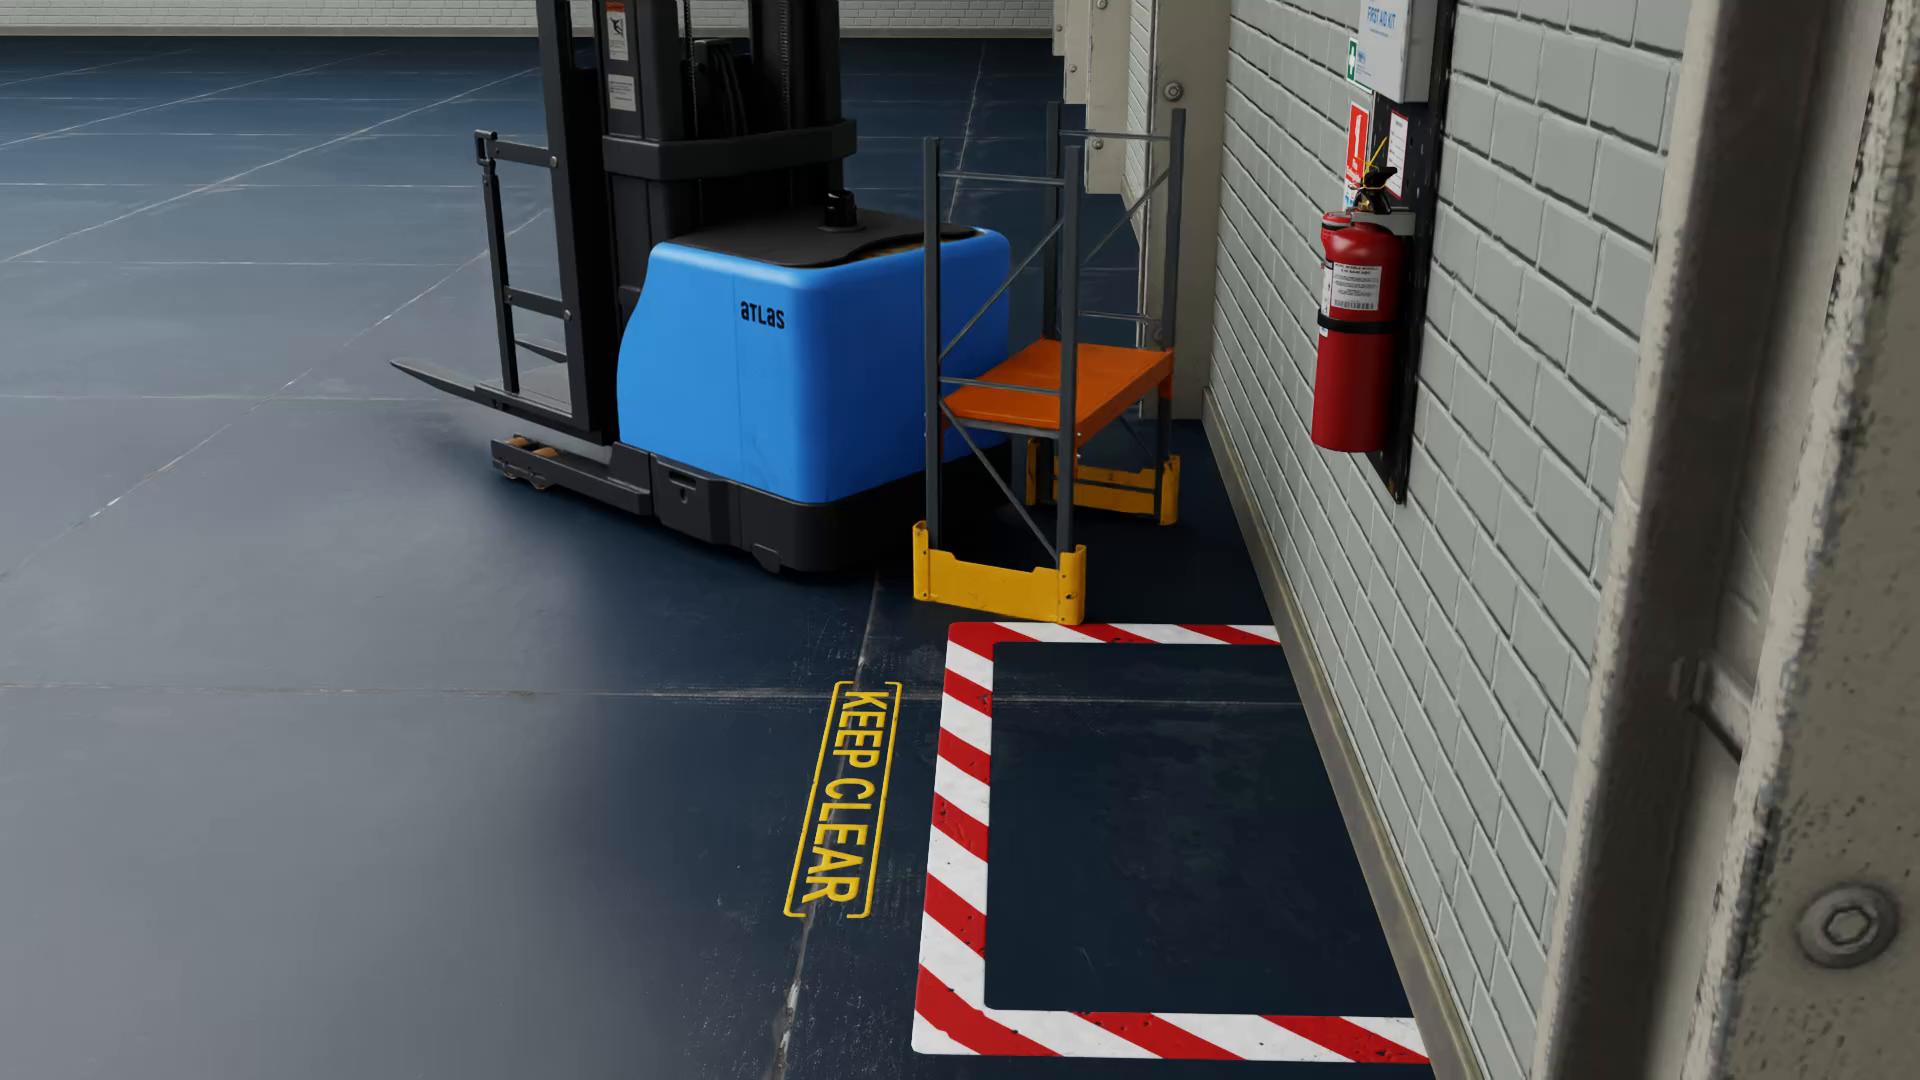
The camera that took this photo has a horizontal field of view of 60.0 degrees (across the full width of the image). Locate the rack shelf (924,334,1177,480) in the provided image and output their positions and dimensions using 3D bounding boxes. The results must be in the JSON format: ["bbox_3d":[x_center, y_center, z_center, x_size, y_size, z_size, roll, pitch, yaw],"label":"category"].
[{"bbox_3d":[0.332,-0.477,5.682,0.538,0.185,1.000,9,23,23],"label":"rack shelf"}]

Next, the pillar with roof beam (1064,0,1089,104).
[{"bbox_3d":[-2.973,-9.194,17.285,9.100,9.000,0.400,1,21,2],"label":"pillar with roof beam"}]

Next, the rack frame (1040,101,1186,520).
[{"bbox_3d":[0.541,-0.812,6.049,0.500,1.500,0.032,9,23,23],"label":"rack frame"}]

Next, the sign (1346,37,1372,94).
[{"bbox_3d":[1.007,-1.196,4.182,0.001,0.109,0.331,1,21,2],"label":"sign"}]

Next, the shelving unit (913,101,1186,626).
[{"bbox_3d":[0.329,-0.642,5.609,0.587,1.500,1.083,9,23,23],"label":"shelving unit"}]

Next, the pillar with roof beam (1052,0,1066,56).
[{"bbox_3d":[-2.790,-11.364,22.876,9.100,9.000,0.400,1,21,2],"label":"pillar with roof beam"}]

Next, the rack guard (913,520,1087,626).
[{"bbox_3d":[0.124,0.105,5.412,0.587,0.250,0.087,9,23,23],"label":"rack guard"}]

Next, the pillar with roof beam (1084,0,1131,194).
[{"bbox_3d":[-3.155,-7.025,11.694,9.100,9.000,0.400,1,21,2],"label":"pillar with roof beam"}]

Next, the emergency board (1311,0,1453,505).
[{"bbox_3d":[0.896,-0.735,3.776,0.194,1.169,0.643,1,21,2],"label":"emergency board"}]

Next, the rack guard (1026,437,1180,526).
[{"bbox_3d":[0.533,-0.223,6.258,0.587,0.250,0.087,9,23,23],"label":"rack guard"}]

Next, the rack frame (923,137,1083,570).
[{"bbox_3d":[0.123,-0.477,5.185,0.500,1.500,0.032,9,23,23],"label":"rack frame"}]

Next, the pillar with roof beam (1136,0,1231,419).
[{"bbox_3d":[-3.338,-4.855,6.102,9.100,9.000,0.400,1,21,2],"label":"pillar with roof beam"}]

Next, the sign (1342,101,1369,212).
[{"bbox_3d":[1.016,-0.950,4.282,0.001,0.329,0.234,1,21,2],"label":"sign"}]

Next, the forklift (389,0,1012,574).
[{"bbox_3d":[-1.234,-1.684,6.318,3.031,2.935,1.130,18,28,39],"label":"forklift"}]
